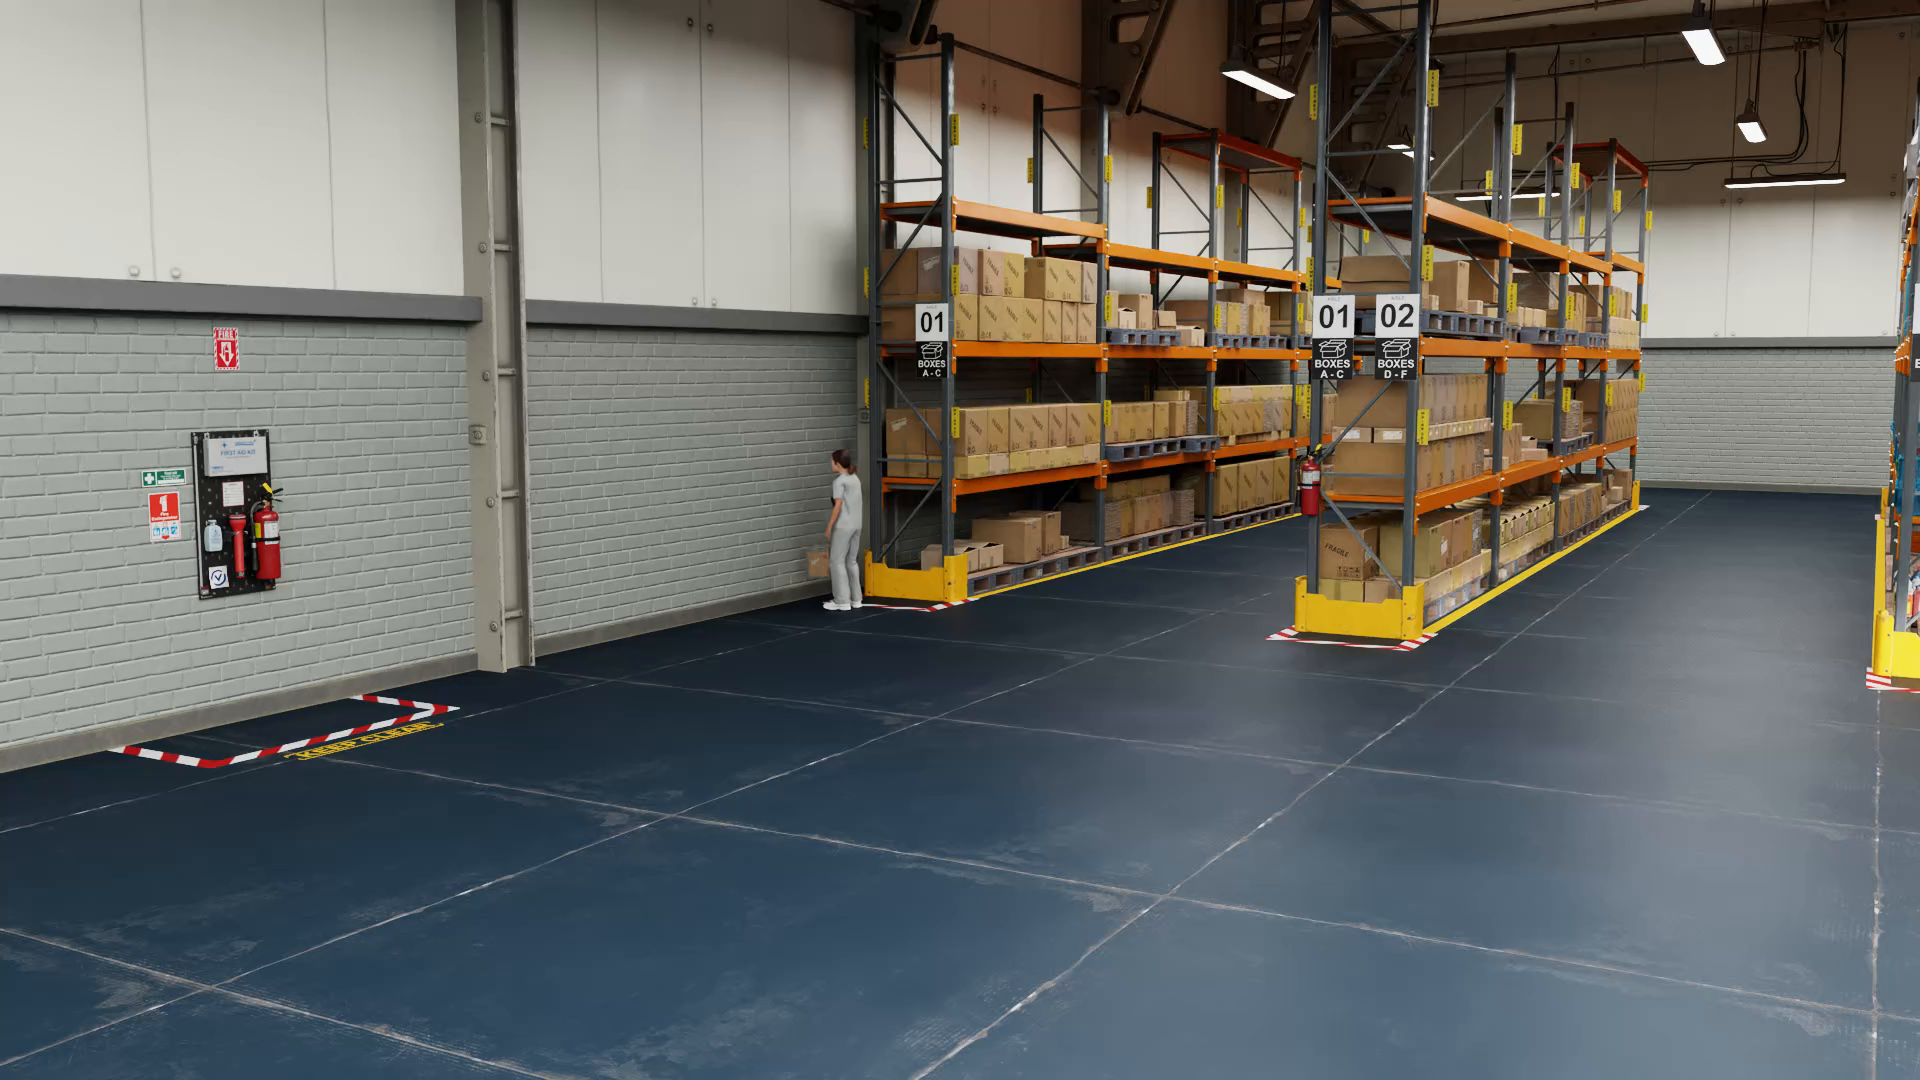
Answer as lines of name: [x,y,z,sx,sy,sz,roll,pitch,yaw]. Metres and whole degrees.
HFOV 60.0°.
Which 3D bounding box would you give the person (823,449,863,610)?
person: [-1.213,-0.112,17.377,0.363,1.675,0.476,3,7,27]
